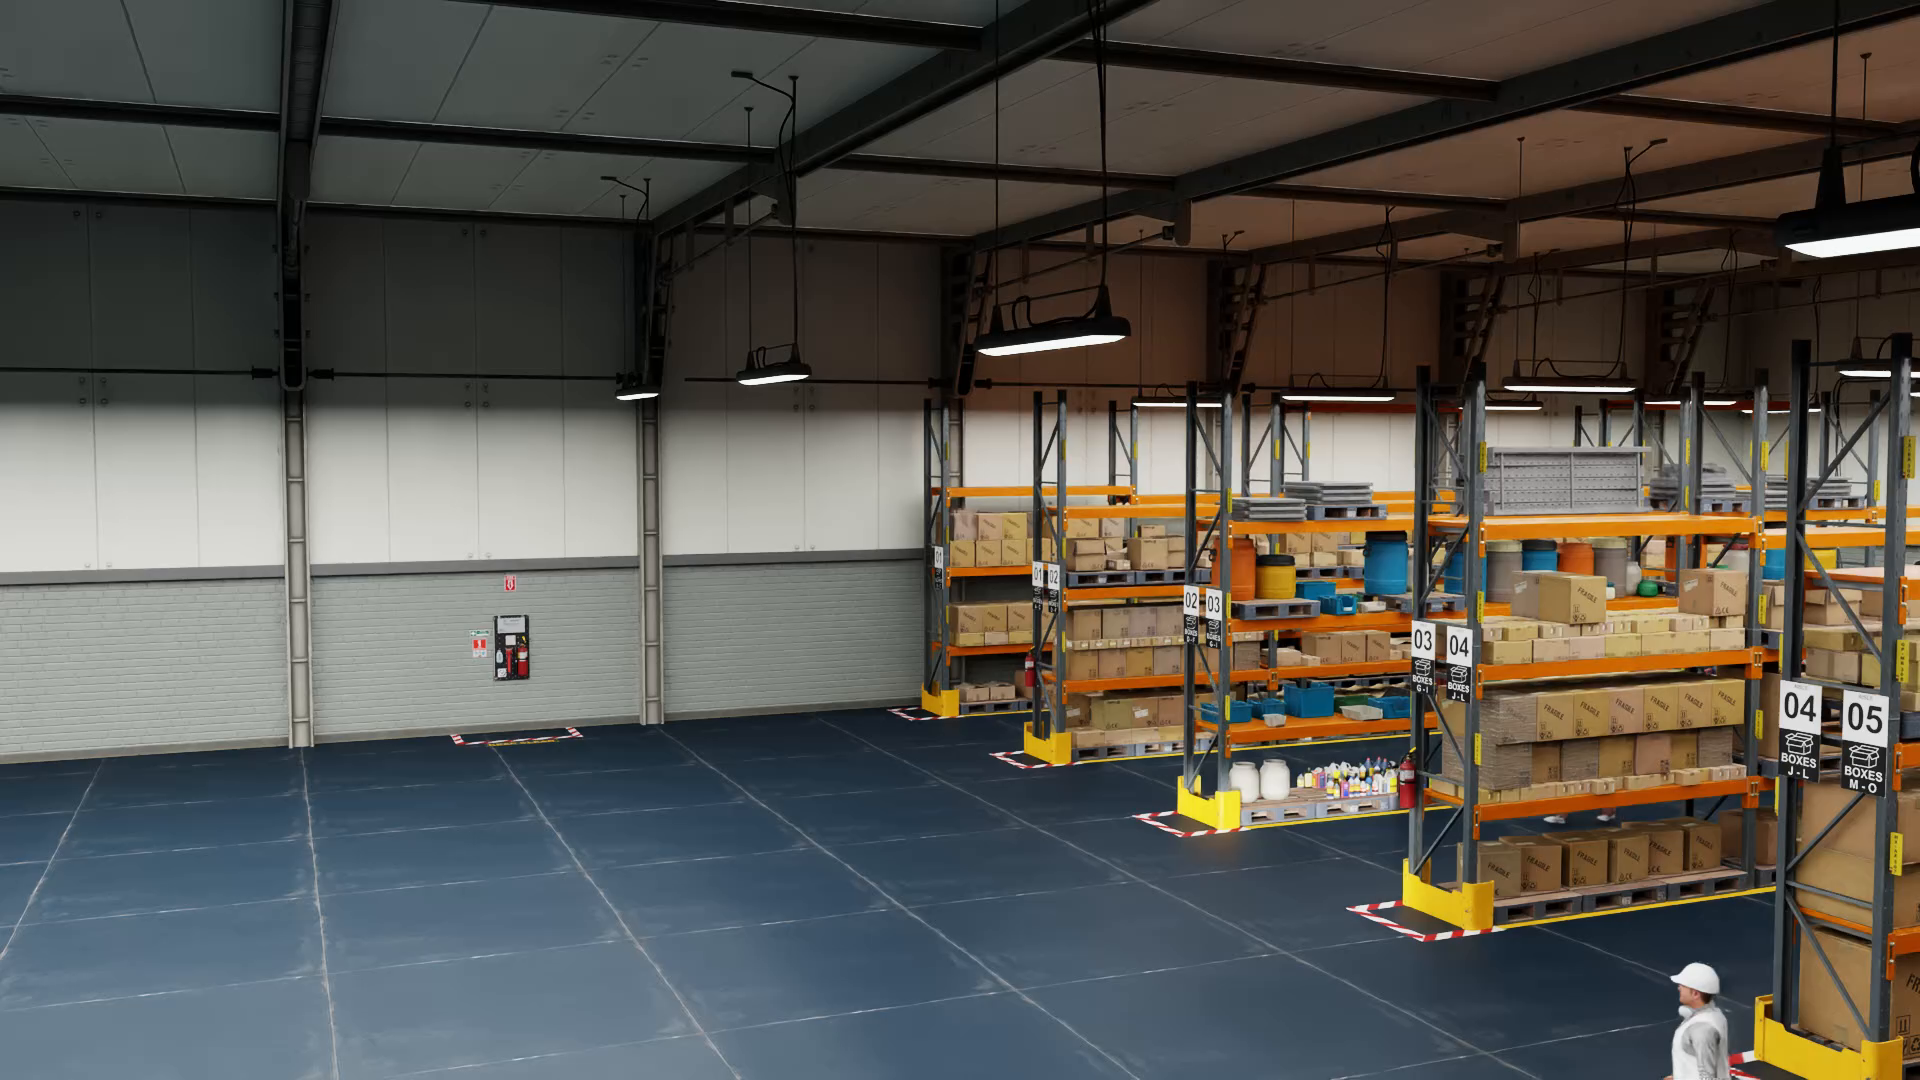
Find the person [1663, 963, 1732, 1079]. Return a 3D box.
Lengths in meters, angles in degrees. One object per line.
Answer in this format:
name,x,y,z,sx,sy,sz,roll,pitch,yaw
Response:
person,4.838,3.631,10.938,1.065,1.708,0.603,1,4,17

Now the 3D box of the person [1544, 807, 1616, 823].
person,8.396,3.023,22.393,1.064,1.604,0.436,-1,4,-19
